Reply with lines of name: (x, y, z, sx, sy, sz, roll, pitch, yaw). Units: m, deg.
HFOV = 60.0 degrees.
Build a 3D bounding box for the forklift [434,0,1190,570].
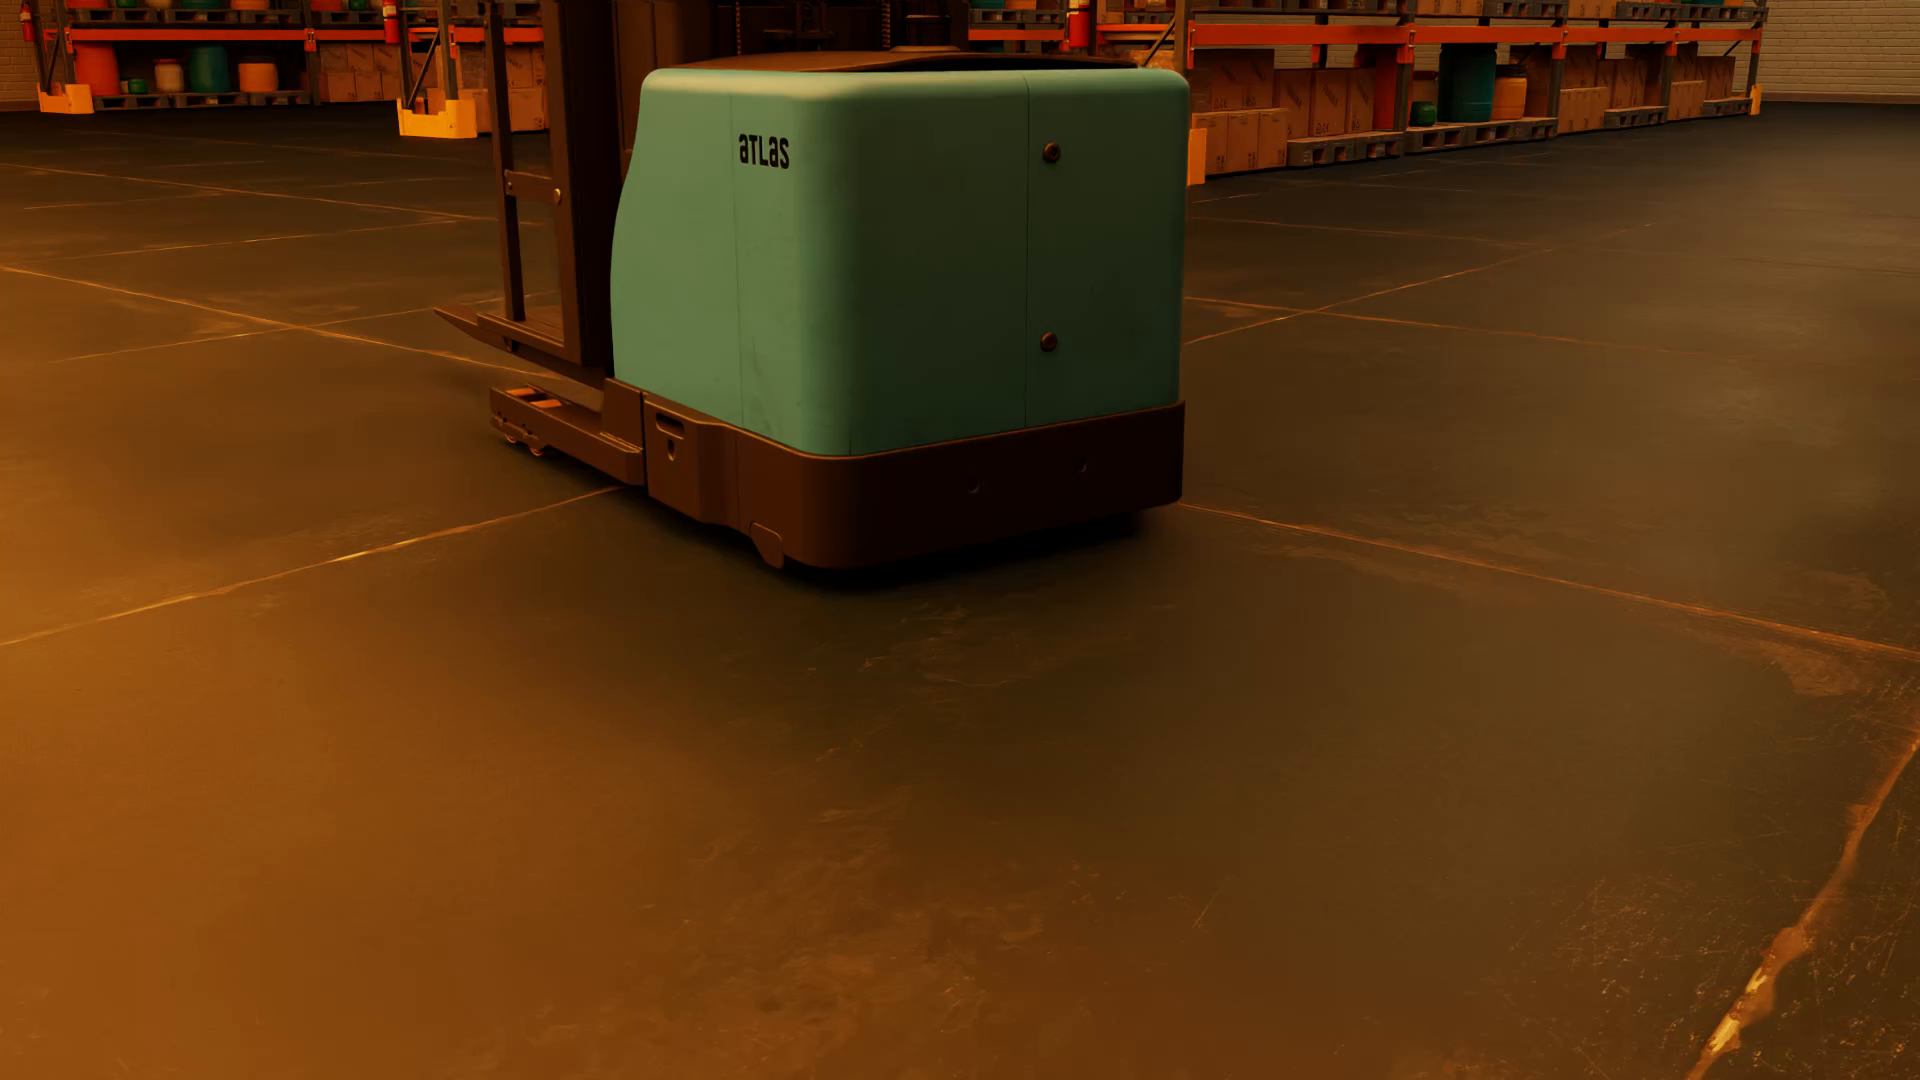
forklift: (-0.718, -1.708, 4.522, 1.130, 2.935, 3.031, -12, 20, -33)
